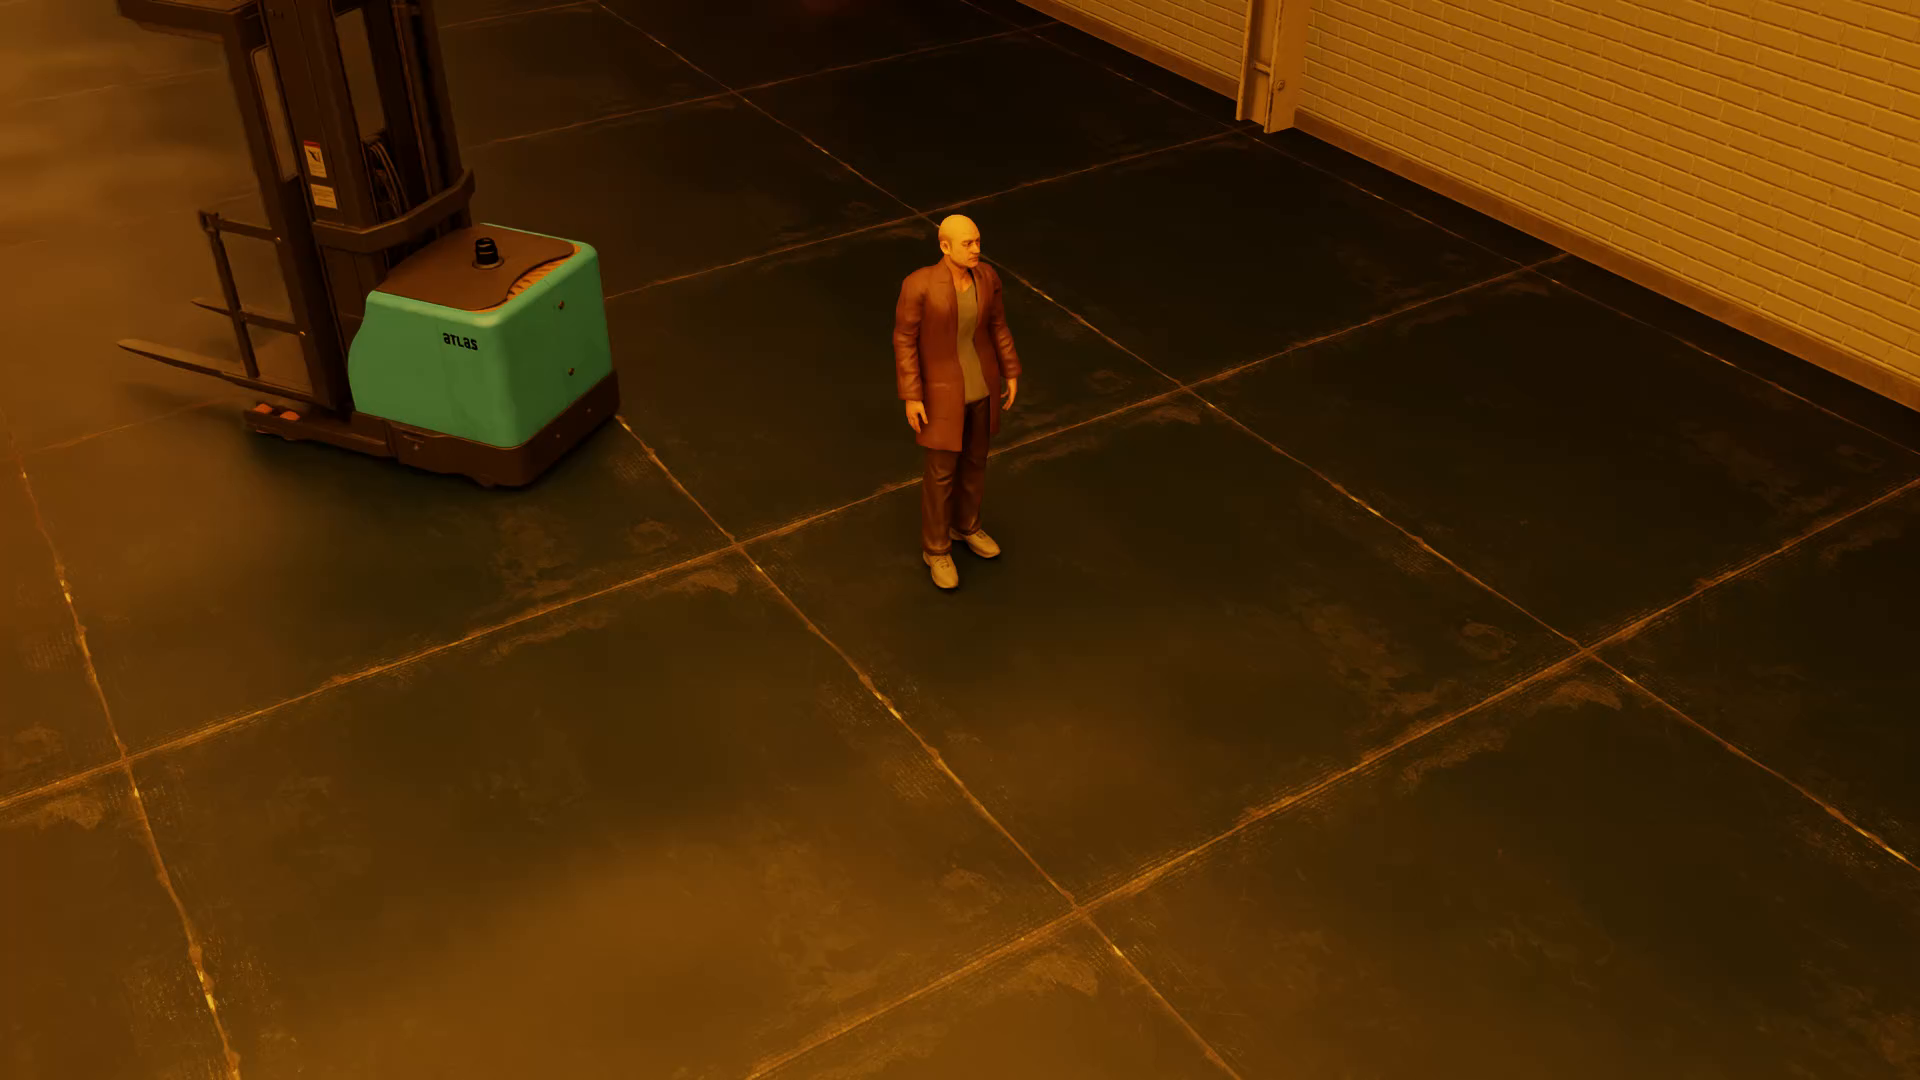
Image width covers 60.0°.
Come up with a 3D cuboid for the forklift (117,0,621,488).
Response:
[{"bbox_3d":[-3.546,-2.030,9.036,3.031,2.935,1.130,14,37,19],"label":"forklift"}]

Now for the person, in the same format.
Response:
[{"bbox_3d":[0.047,-0.688,8.117,0.698,1.777,0.579,-21,40,-27],"label":"person"}]
